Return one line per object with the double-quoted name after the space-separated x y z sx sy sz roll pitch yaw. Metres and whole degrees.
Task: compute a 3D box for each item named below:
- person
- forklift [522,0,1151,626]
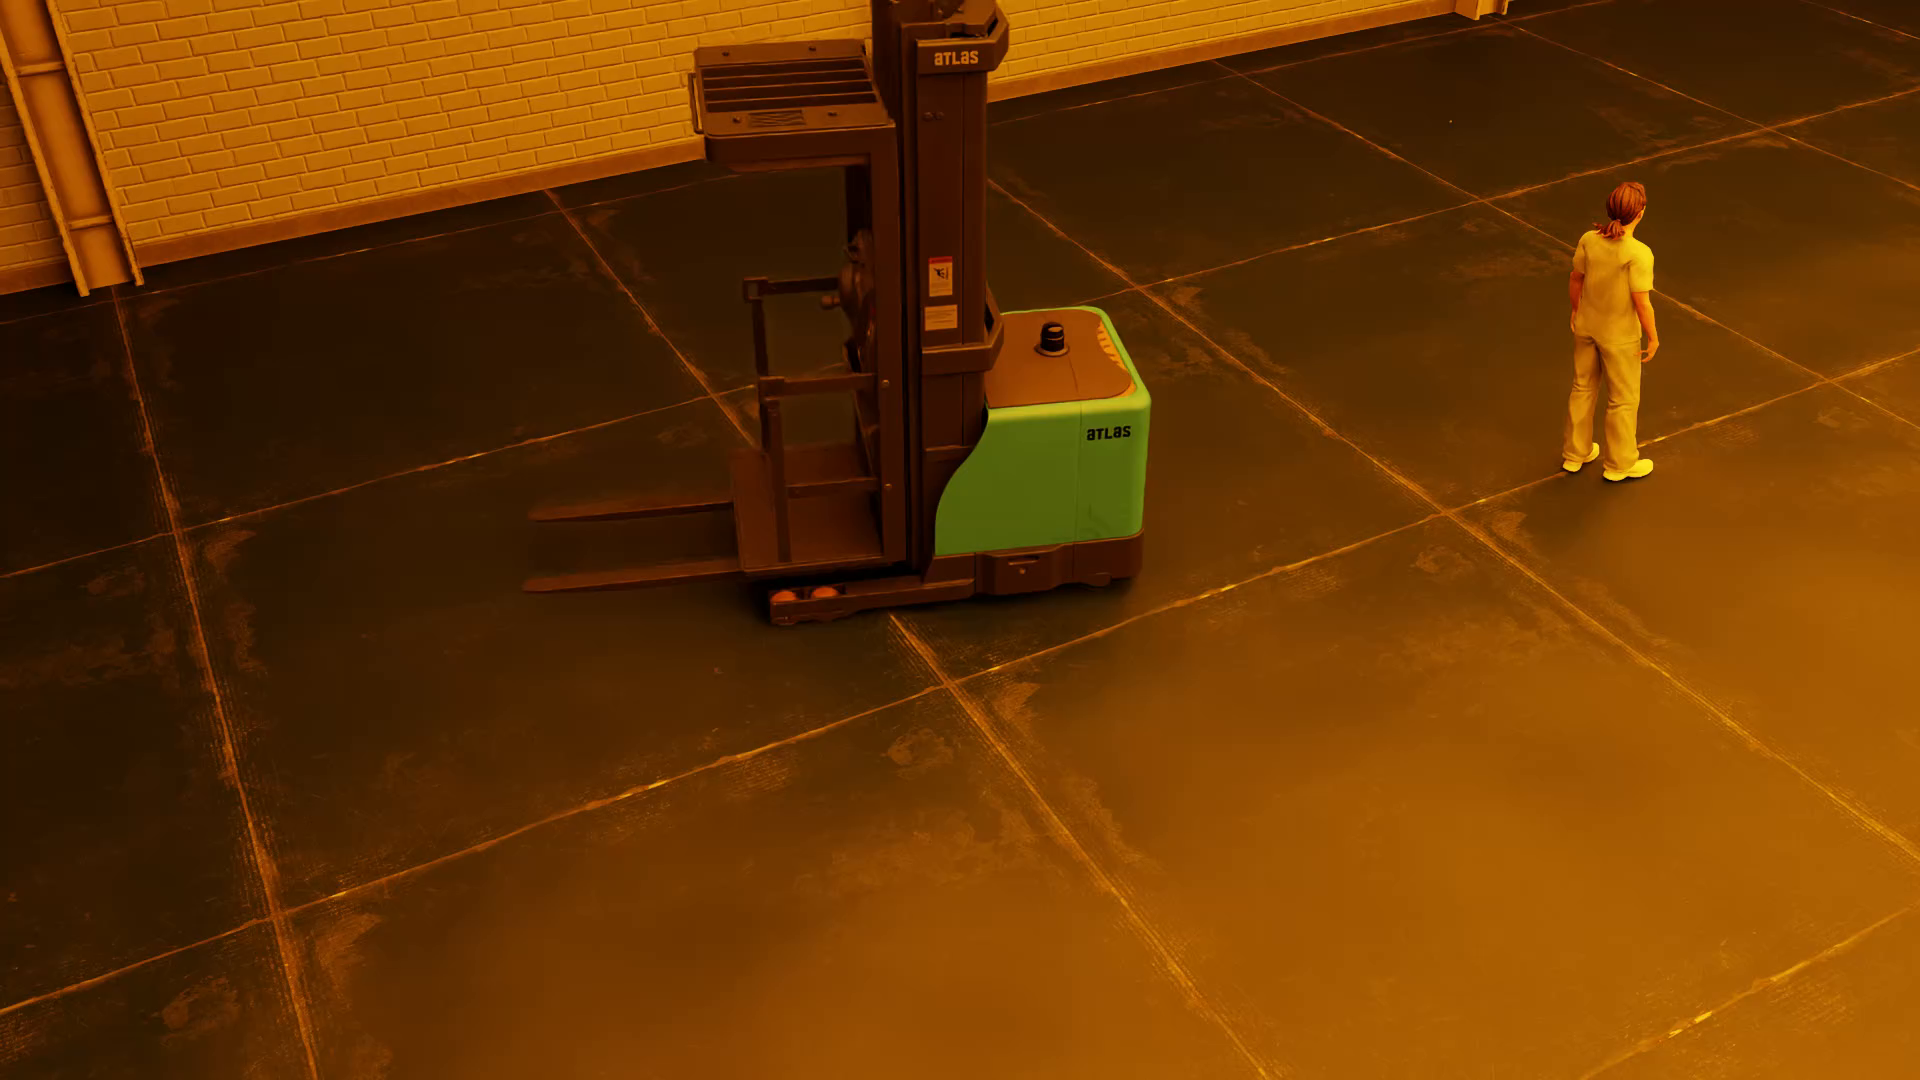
3.462 -1.106 8.763 0.549 1.674 0.549 -21 40 -26 "person"
-0.655 -1.111 7.695 3.031 2.935 1.130 -6 36 -8 "forklift"
